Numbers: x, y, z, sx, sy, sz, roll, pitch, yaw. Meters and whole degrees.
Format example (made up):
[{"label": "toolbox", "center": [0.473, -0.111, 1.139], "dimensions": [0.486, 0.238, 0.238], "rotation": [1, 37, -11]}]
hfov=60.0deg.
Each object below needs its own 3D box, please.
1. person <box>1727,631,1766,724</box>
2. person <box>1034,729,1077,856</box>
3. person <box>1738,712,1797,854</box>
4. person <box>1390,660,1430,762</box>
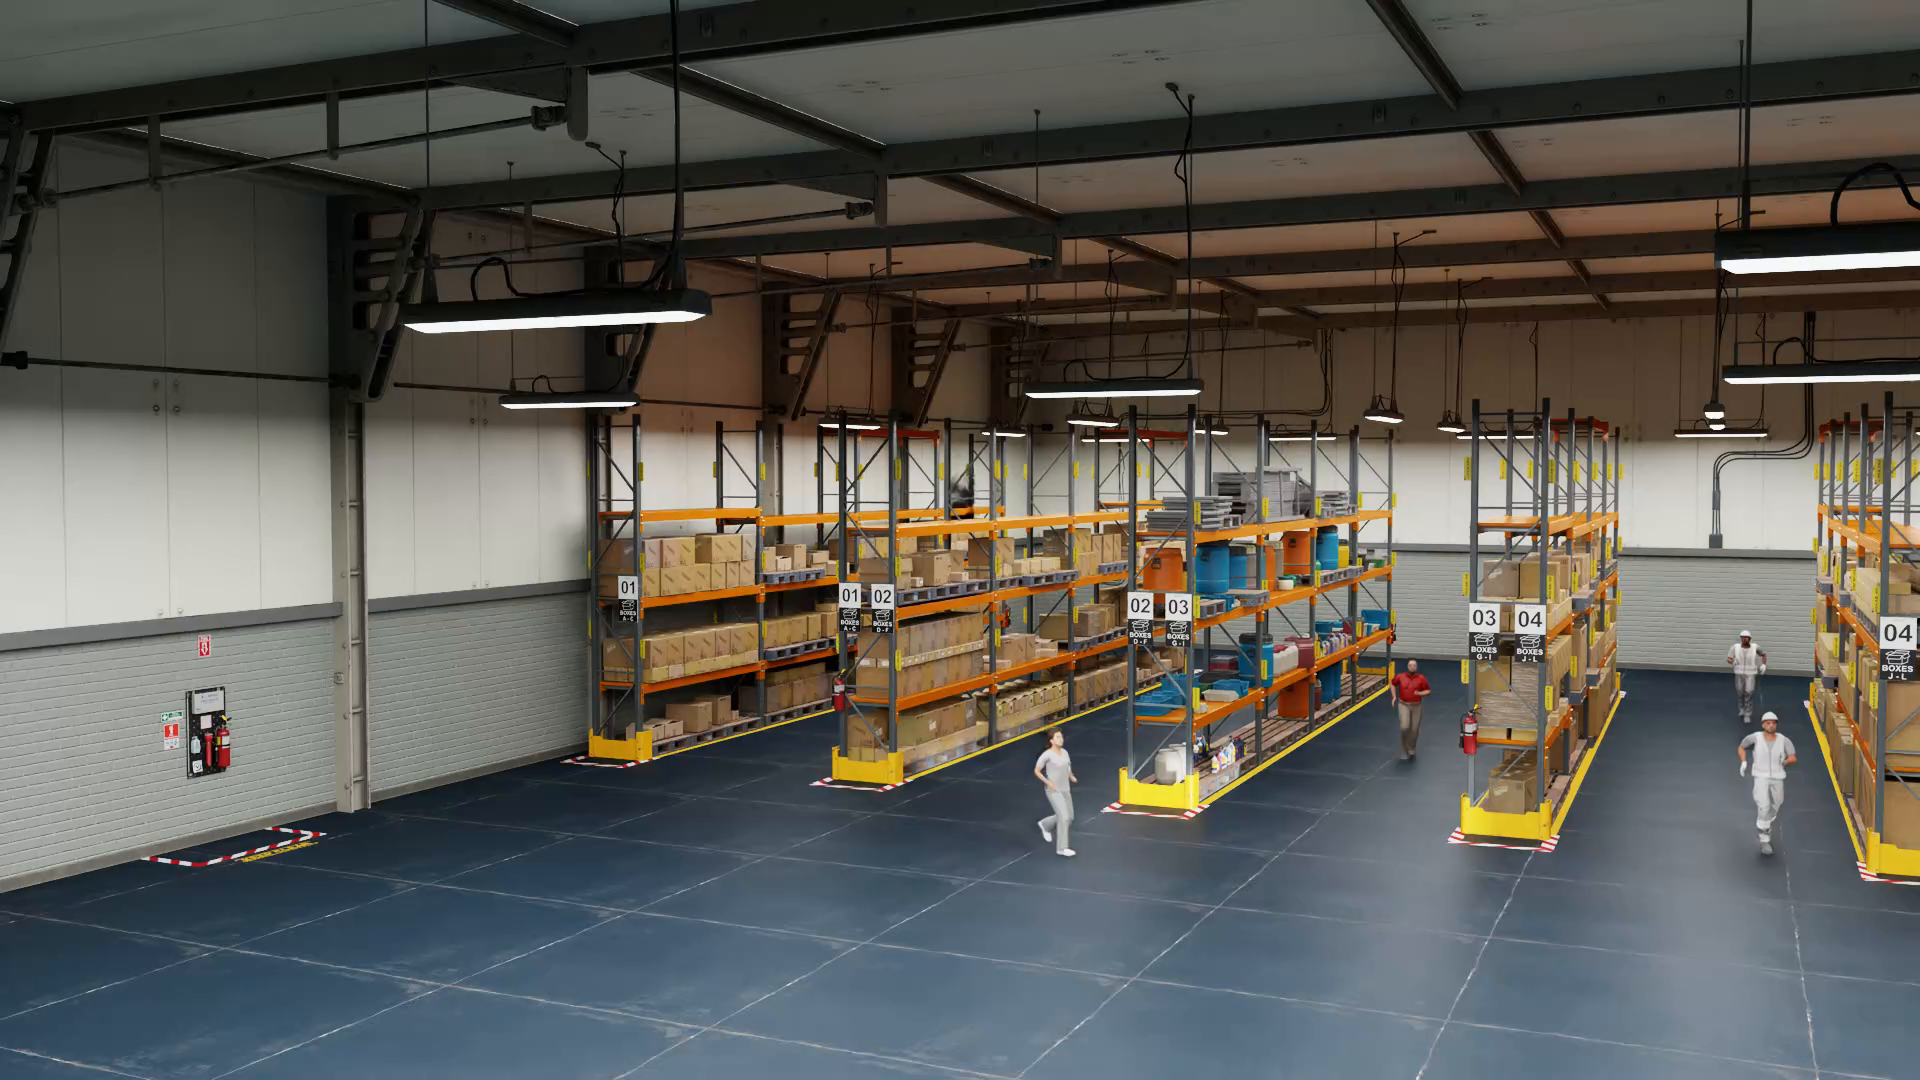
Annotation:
[{"label": "person", "center": [15.781, 2.726, 33.401], "dimensions": [0.700, 1.828, 0.859], "rotation": [2, 3, 33]}, {"label": "person", "center": [1.242, 3.287, 21.797], "dimensions": [0.569, 1.625, 0.734], "rotation": [-2, 3, -40]}, {"label": "person", "center": [10.691, 3.173, 22.005], "dimensions": [0.663, 1.797, 0.916], "rotation": [1, 2, 14]}, {"label": "person", "center": [7.817, 2.964, 28.838], "dimensions": [0.645, 1.780, 0.699], "rotation": [0, 2, 8]}]
